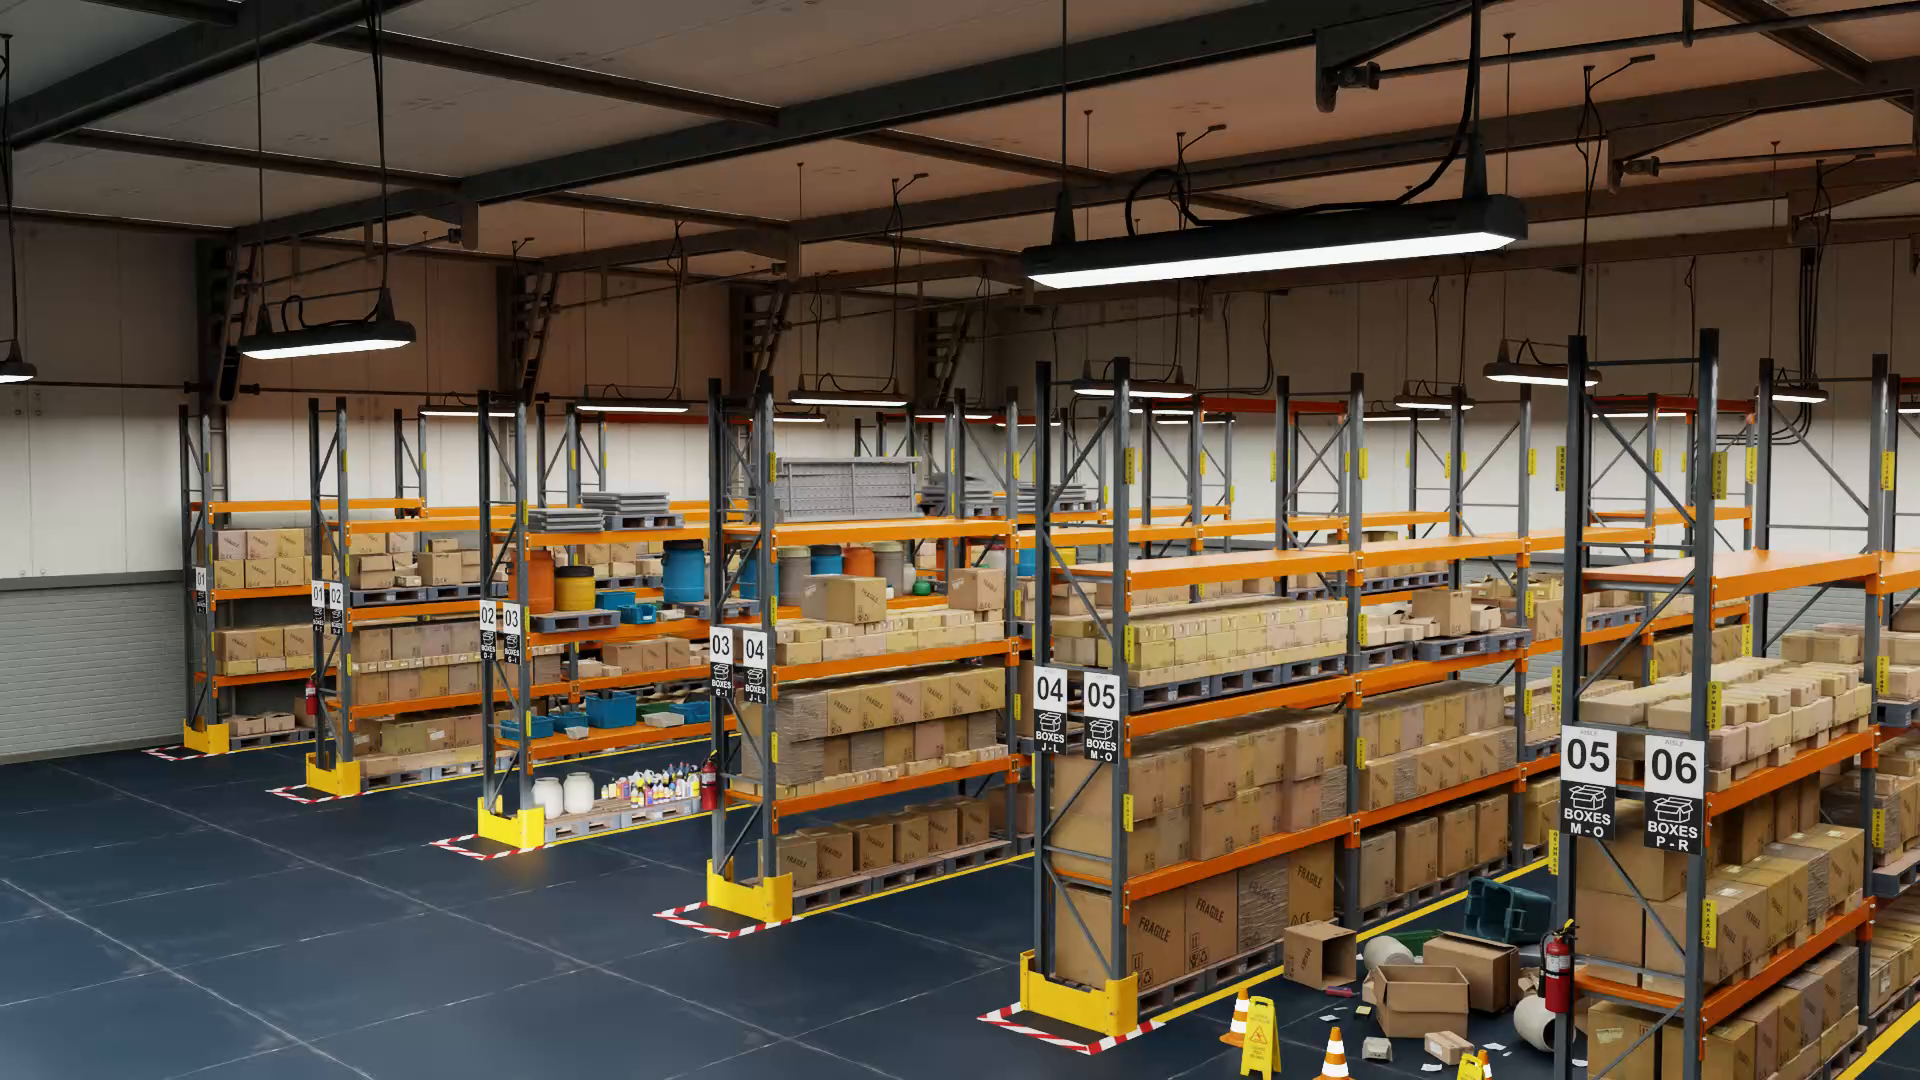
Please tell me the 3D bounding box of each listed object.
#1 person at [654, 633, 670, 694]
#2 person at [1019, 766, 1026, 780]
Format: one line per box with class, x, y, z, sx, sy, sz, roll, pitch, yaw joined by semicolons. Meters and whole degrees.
person;-5.759;2.612;32.139;0.589;1.715;0.882;2;4;34
person;1.077;3.002;26.345;0.559;1.613;0.783;2;4;35
